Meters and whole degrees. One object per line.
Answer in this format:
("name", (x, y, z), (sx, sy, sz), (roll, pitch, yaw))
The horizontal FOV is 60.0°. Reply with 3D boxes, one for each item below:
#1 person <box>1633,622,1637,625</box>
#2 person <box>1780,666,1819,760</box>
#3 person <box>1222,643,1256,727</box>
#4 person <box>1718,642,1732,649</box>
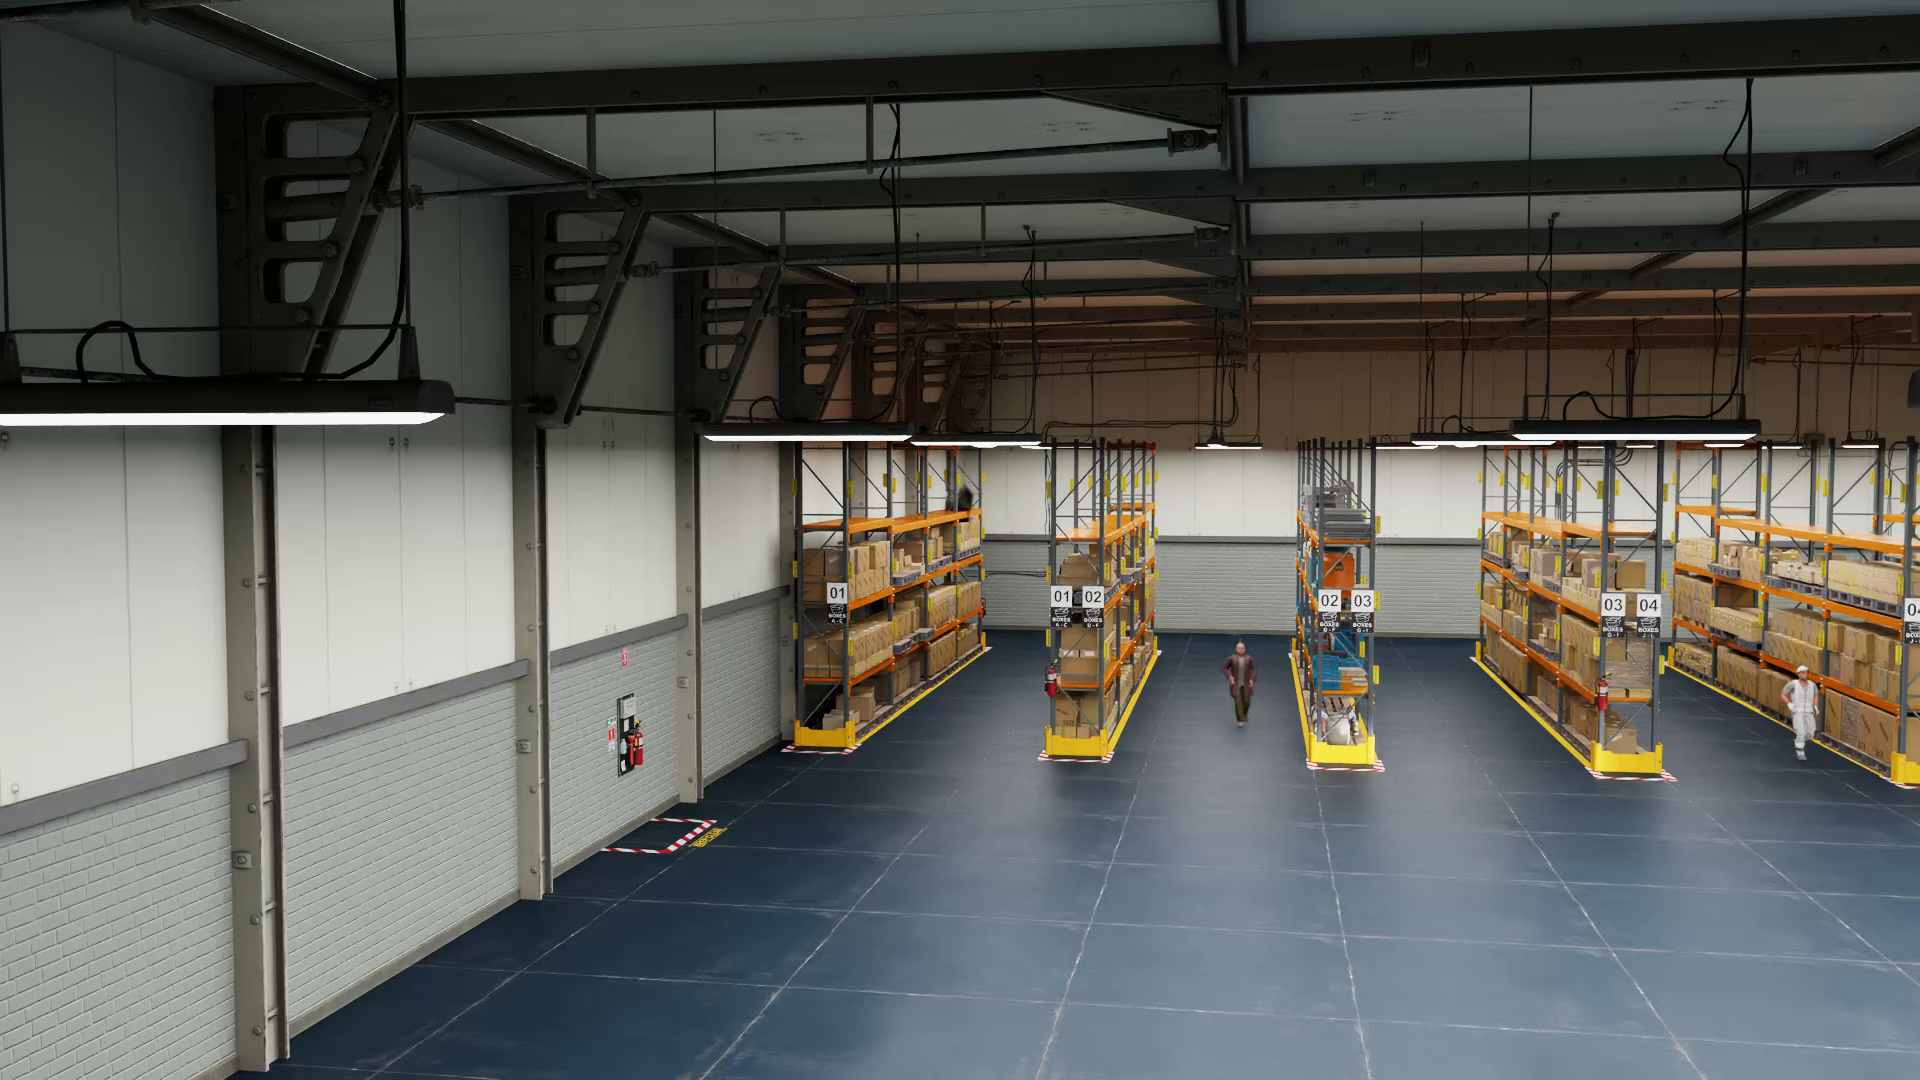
("person", (17.827, 2.518, 44.615), (0.623, 1.727, 0.839), (2, 4, 34))
("person", (15.654, 3.204, 30.996), (0.681, 1.750, 0.586), (0, 3, 5))
("person", (5.831, 3.017, 34.694), (0.718, 1.743, 0.637), (0, 3, 3))
("person", (20.842, 2.524, 45.344), (0.660, 1.585, 0.530), (-1, 3, -24))
